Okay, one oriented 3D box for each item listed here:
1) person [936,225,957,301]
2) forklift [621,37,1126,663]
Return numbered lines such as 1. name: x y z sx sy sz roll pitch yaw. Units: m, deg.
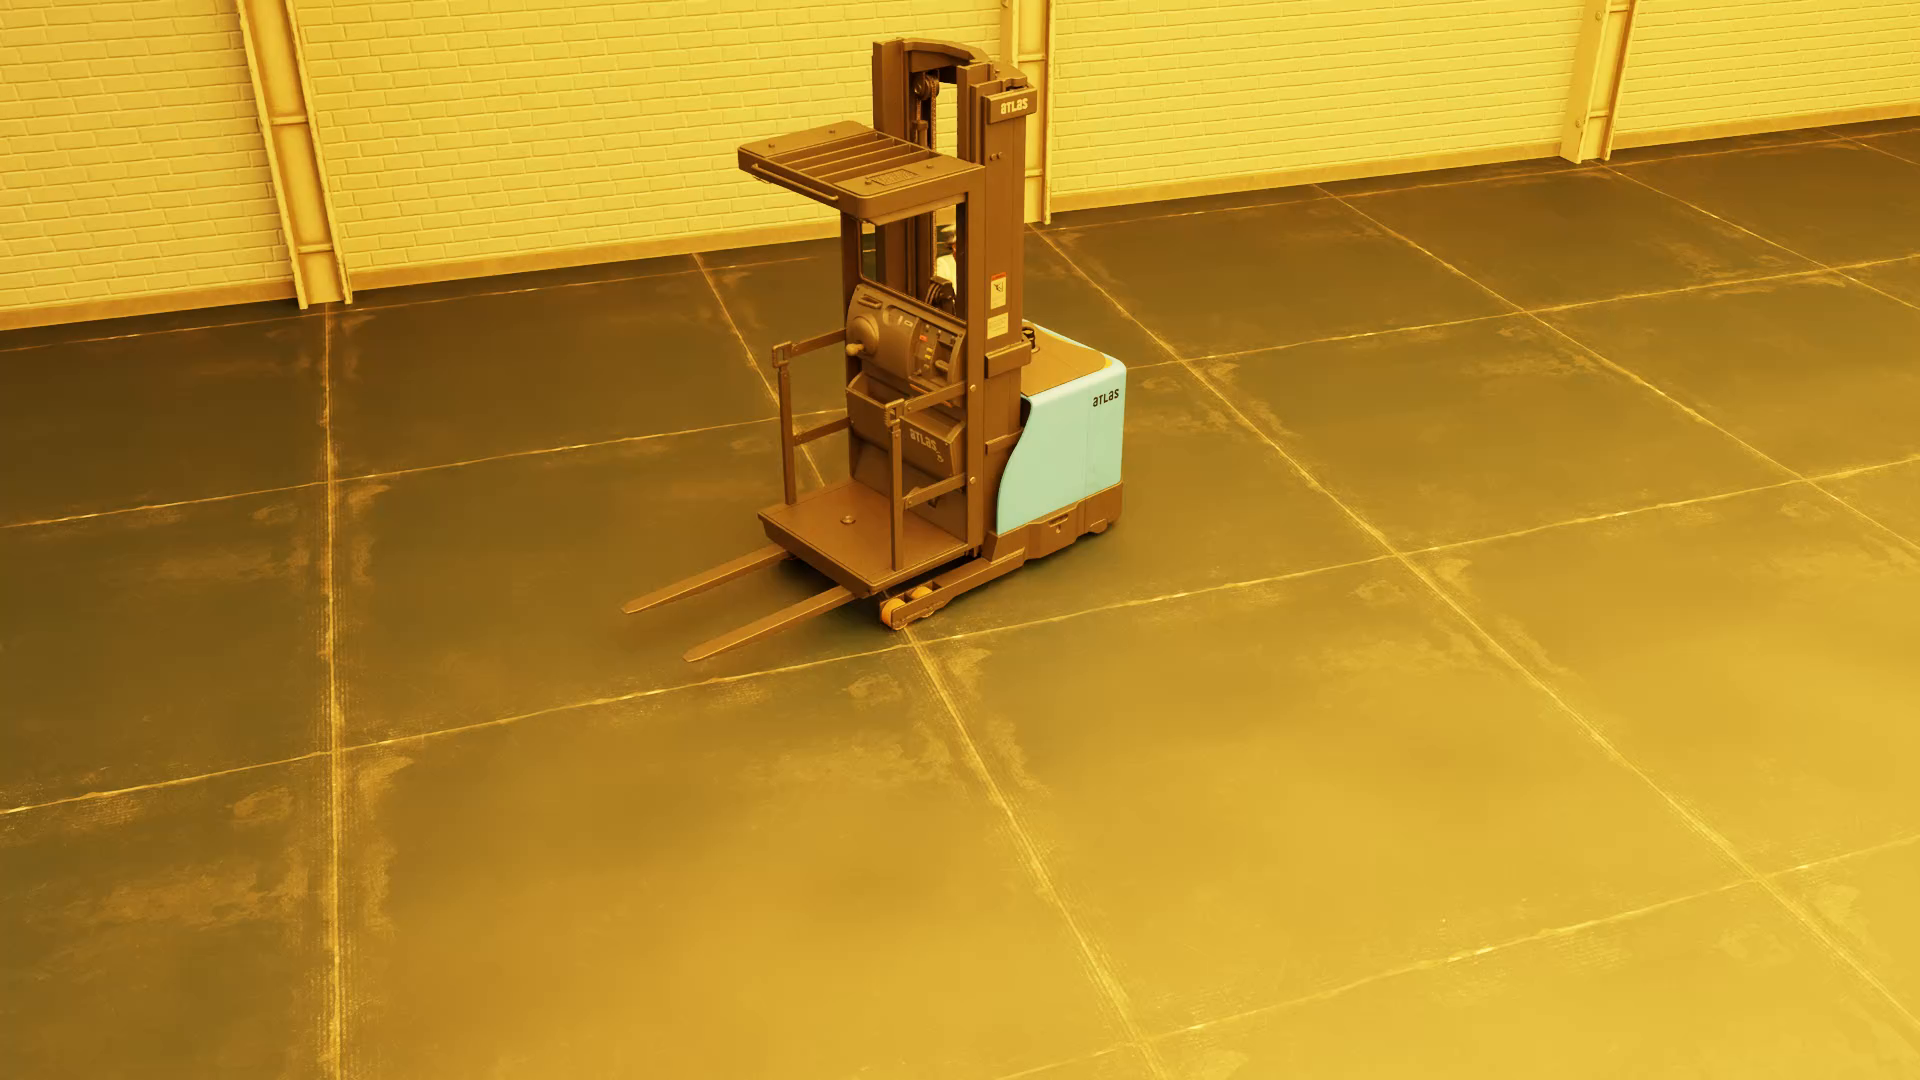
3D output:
1. person: 0.034 -1.149 10.321 0.572 1.682 0.567 -18 34 -28
2. forklift: -0.461 -1.072 8.951 3.031 2.935 1.130 -23 37 -34
